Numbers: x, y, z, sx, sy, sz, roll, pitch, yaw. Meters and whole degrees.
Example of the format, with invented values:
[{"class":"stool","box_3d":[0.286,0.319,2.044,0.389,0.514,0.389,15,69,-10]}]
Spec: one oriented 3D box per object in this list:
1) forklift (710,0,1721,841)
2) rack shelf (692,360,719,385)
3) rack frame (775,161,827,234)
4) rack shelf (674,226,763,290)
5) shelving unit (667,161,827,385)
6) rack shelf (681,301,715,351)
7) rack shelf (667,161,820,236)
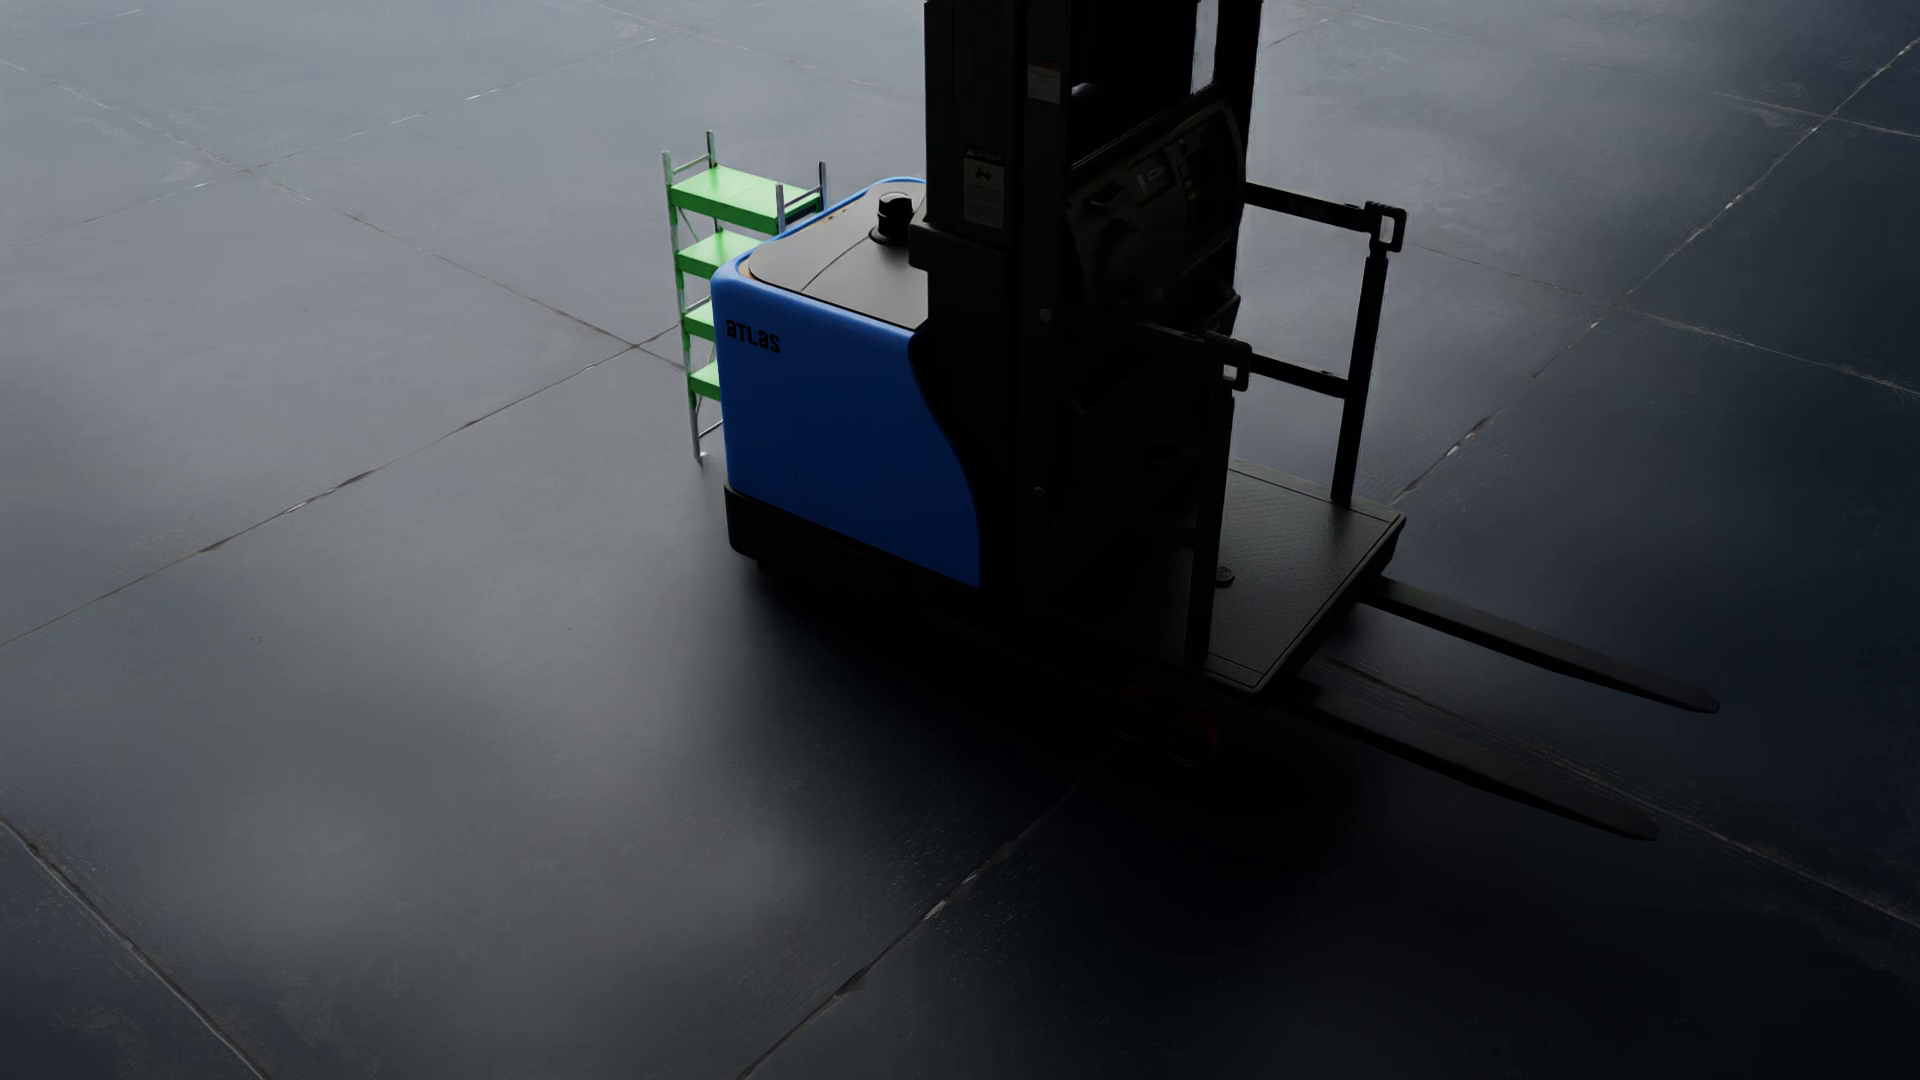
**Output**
[{"class":"forklift","box_3d":[0.720,-0.896,4.486,3.031,2.935,1.130,21,40,28]},{"class":"rack shelf","box_3d":[-0.717,-0.566,5.976,0.457,0.021,0.221,21,40,28]},{"class":"rack frame","box_3d":[-0.516,-0.694,5.720,0.015,1.200,0.240,21,40,28]},{"class":"rack shelf","box_3d":[-0.717,-0.917,5.734,0.480,0.148,0.258,21,40,28]},{"class":"shelving unit","box_3d":[-0.712,-0.770,5.831,0.492,1.200,0.258,21,40,28]},{"class":"rack shelf","box_3d":[-0.717,-0.720,5.870,0.480,0.148,0.258,21,40,28]},{"class":"rack shelf","box_3d":[-0.717,-1.115,5.599,0.480,0.148,0.258,21,40,28]}]
